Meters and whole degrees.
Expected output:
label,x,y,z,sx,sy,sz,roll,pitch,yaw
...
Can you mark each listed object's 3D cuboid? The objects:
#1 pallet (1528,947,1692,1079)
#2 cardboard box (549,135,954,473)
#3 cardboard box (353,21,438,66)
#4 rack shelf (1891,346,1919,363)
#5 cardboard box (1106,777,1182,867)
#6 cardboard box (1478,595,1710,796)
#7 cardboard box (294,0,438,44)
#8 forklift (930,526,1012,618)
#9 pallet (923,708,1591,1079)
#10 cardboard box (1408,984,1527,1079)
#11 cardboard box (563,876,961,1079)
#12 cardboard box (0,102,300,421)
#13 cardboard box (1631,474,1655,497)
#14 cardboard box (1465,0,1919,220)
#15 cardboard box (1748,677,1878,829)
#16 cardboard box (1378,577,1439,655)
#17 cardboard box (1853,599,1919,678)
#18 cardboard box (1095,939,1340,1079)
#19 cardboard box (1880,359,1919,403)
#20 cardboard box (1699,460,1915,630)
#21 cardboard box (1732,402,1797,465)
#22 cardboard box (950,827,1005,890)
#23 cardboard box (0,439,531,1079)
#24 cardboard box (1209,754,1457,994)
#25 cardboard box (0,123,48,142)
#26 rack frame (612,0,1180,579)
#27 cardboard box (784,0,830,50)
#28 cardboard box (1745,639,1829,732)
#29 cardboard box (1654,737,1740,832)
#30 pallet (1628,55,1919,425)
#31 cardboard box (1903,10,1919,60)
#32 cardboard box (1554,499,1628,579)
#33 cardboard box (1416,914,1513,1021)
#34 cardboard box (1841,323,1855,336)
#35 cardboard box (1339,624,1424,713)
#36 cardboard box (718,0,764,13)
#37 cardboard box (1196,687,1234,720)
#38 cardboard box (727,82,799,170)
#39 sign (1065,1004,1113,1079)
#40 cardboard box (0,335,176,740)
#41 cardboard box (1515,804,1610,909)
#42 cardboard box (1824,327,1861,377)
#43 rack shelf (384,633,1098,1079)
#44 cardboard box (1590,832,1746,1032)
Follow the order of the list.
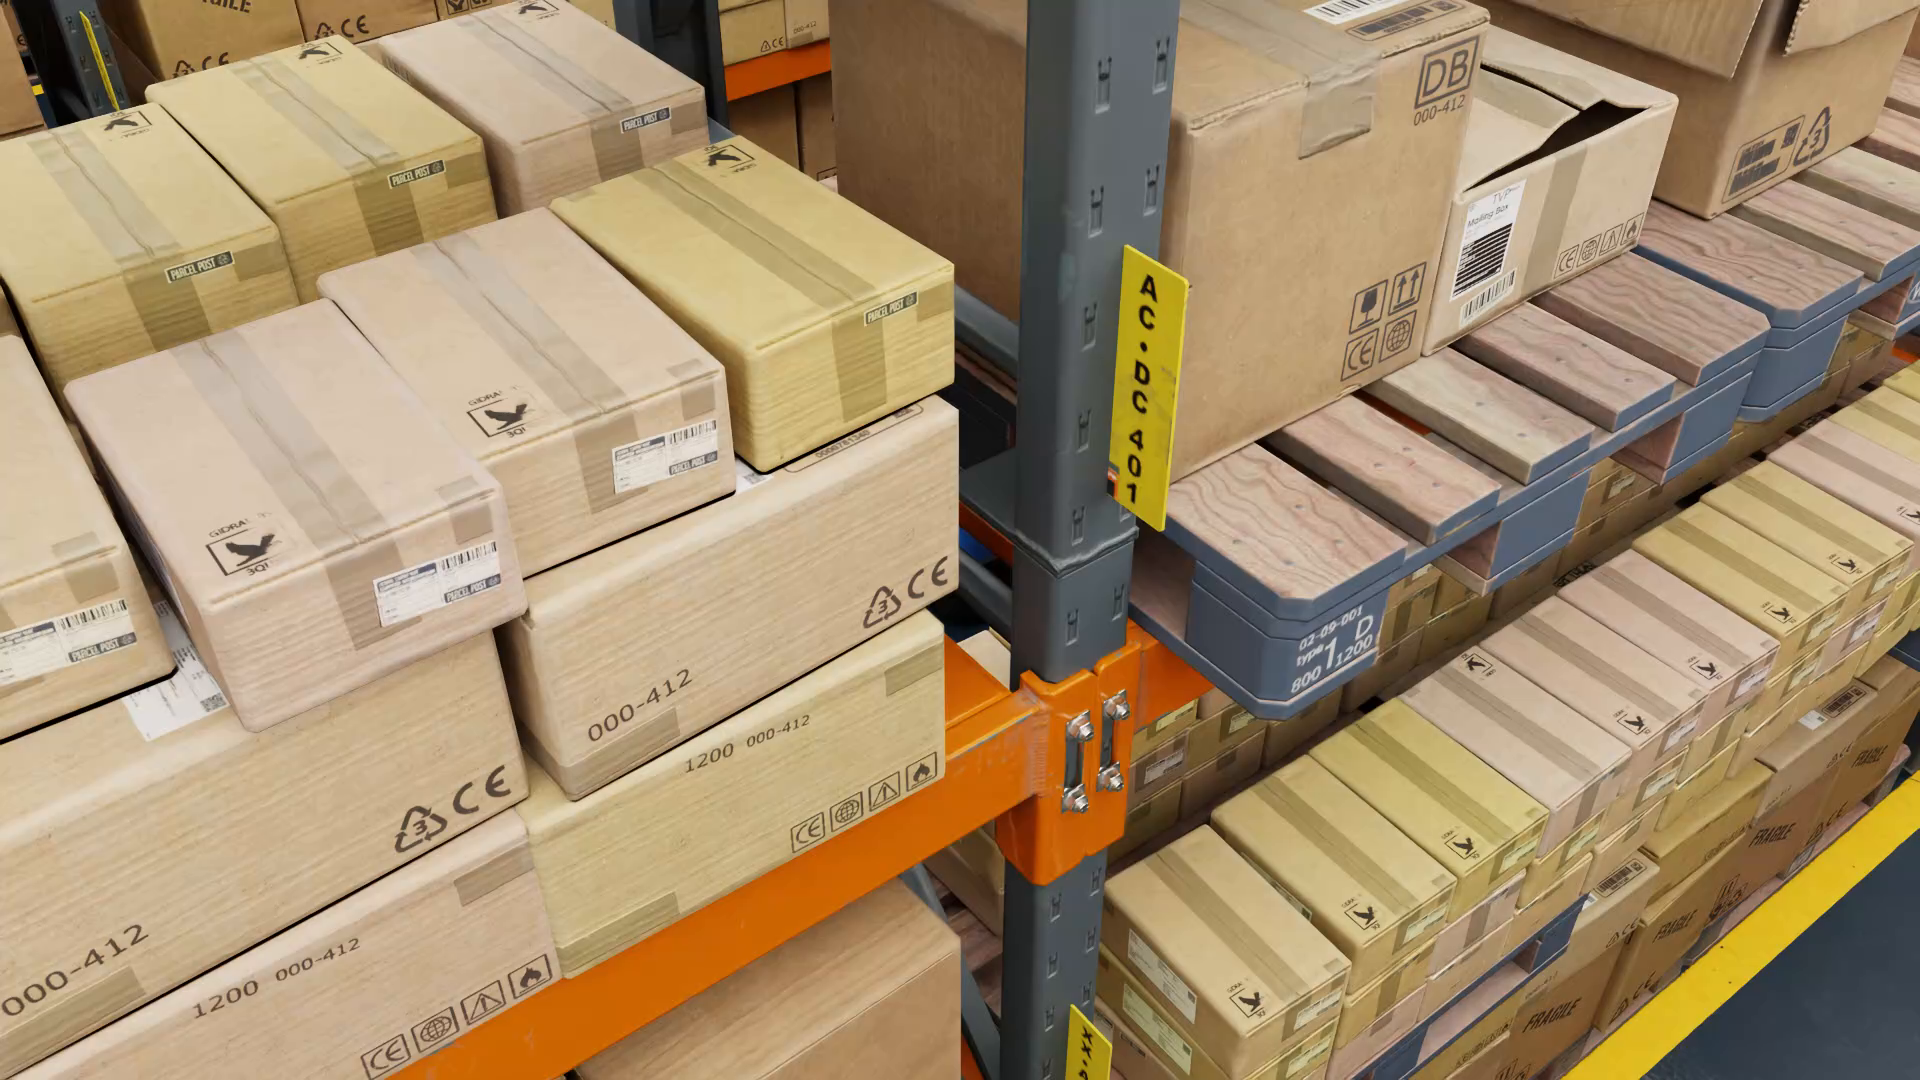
label,x,y,z,sx,sy,sz,roll,pitch,yaw
pallet,1.446,1.233,5.081,1.213,0.211,1.003,-26,46,-28
cardboard box,-0.219,-0.260,1.747,0.250,0.149,0.380,-28,47,-30
cardboard box,-2.318,-1.899,6.424,0.500,0.250,0.500,-25,46,-27
rack shelf,4.619,-1.110,6.306,4.000,0.370,1.077,-26,46,-28
cardboard box,0.262,0.511,3.629,0.250,0.149,0.380,-26,46,-28
cardboard box,1.279,0.311,3.404,0.250,0.149,0.380,-26,46,-28
cardboard box,-2.324,-2.181,6.177,0.500,0.500,0.500,-26,46,-28
forklift,0.934,-1.565,6.347,3.031,2.935,1.130,-23,45,-25
pallet,0.556,0.782,3.583,1.213,0.211,1.003,-26,46,-28
cardboard box,1.029,1.085,4.111,0.500,0.250,0.500,-25,45,-27
cardboard box,-0.346,0.708,2.420,0.500,0.500,0.500,-28,47,-30
cardboard box,-0.917,-0.314,1.813,0.250,0.149,0.380,-26,46,-29
cardboard box,1.706,-0.306,4.390,0.250,0.149,0.380,-26,46,-28
cardboard box,1.167,-0.963,2.781,0.637,0.503,0.797,-27,46,-29
cardboard box,2.257,0.495,4.830,0.500,0.250,0.500,-25,46,-28
cardboard box,0.885,0.092,3.905,0.250,0.149,0.380,-28,47,-30
cardboard box,2.108,0.135,4.087,0.250,0.149,0.380,-28,47,-30
cardboard box,0.454,0.829,3.007,0.250,0.149,0.380,-25,46,-27
cardboard box,2.516,-0.294,4.141,0.250,0.149,0.380,-25,45,-27
cardboard box,1.897,0.008,3.773,0.250,0.149,0.380,-24,45,-26
cardboard box,2.129,-0.401,4.741,0.250,0.149,0.380,-24,45,-26
cardboard box,0.057,0.497,3.411,0.250,0.149,0.380,-25,45,-27
cardboard box,-0.769,0.137,1.577,0.500,0.250,0.500,-28,47,-30
cardboard box,0.672,0.603,3.047,0.250,0.149,0.380,-25,45,-27
cardboard box,-3.447,-1.251,5.831,0.500,0.500,0.500,-26,46,-28
rack frame,-0.138,-1.389,1.348,0.127,3.000,1.000,-26,46,-28
cardboard box,-0.701,-2.476,7.522,0.500,0.250,0.500,-25,46,-27
cardboard box,1.693,0.224,3.745,0.250,0.149,0.380,-27,46,-29
cardboard box,1.487,0.437,3.719,0.250,0.149,0.380,-27,46,-29
pallet,1.237,-0.744,3.075,1.003,0.211,1.213,-26,46,-28
cardboard box,1.948,-1.074,3.251,0.500,0.500,0.500,-26,46,-28
cardboard box,1.506,-0.096,4.369,0.250,0.149,0.380,-25,46,-28
cardboard box,0.871,0.739,3.351,0.250,0.149,0.380,-26,46,-28
cardboard box,2.337,-0.724,4.666,0.250,0.149,0.380,-27,47,-29
cardboard box,0.876,0.209,3.997,0.250,0.149,0.380,-28,47,-30
cardboard box,-1.090,-2.478,7.130,0.500,0.250,0.500,-27,47,-29
cardboard box,0.480,0.179,3.565,0.250,0.149,0.380,-28,47,-29
cardboard box,-1.371,-1.839,7.971,0.875,0.875,0.875,-25,46,-28
sign,0.199,0.866,2.647,0.005,0.325,0.100,-26,46,-28
cardboard box,-0.871,0.005,1.424,0.250,0.149,0.380,-24,45,-27
cardboard box,1.069,0.527,3.375,0.250,0.149,0.380,-28,47,-30
cardboard box,2.314,-0.604,4.754,0.250,0.149,0.380,-24,45,-26
rack shelf,-1.724,0.822,1.585,4.000,0.370,1.077,-26,46,-28
cardboard box,1.848,0.986,4.823,0.500,0.500,0.500,-28,47,-30
